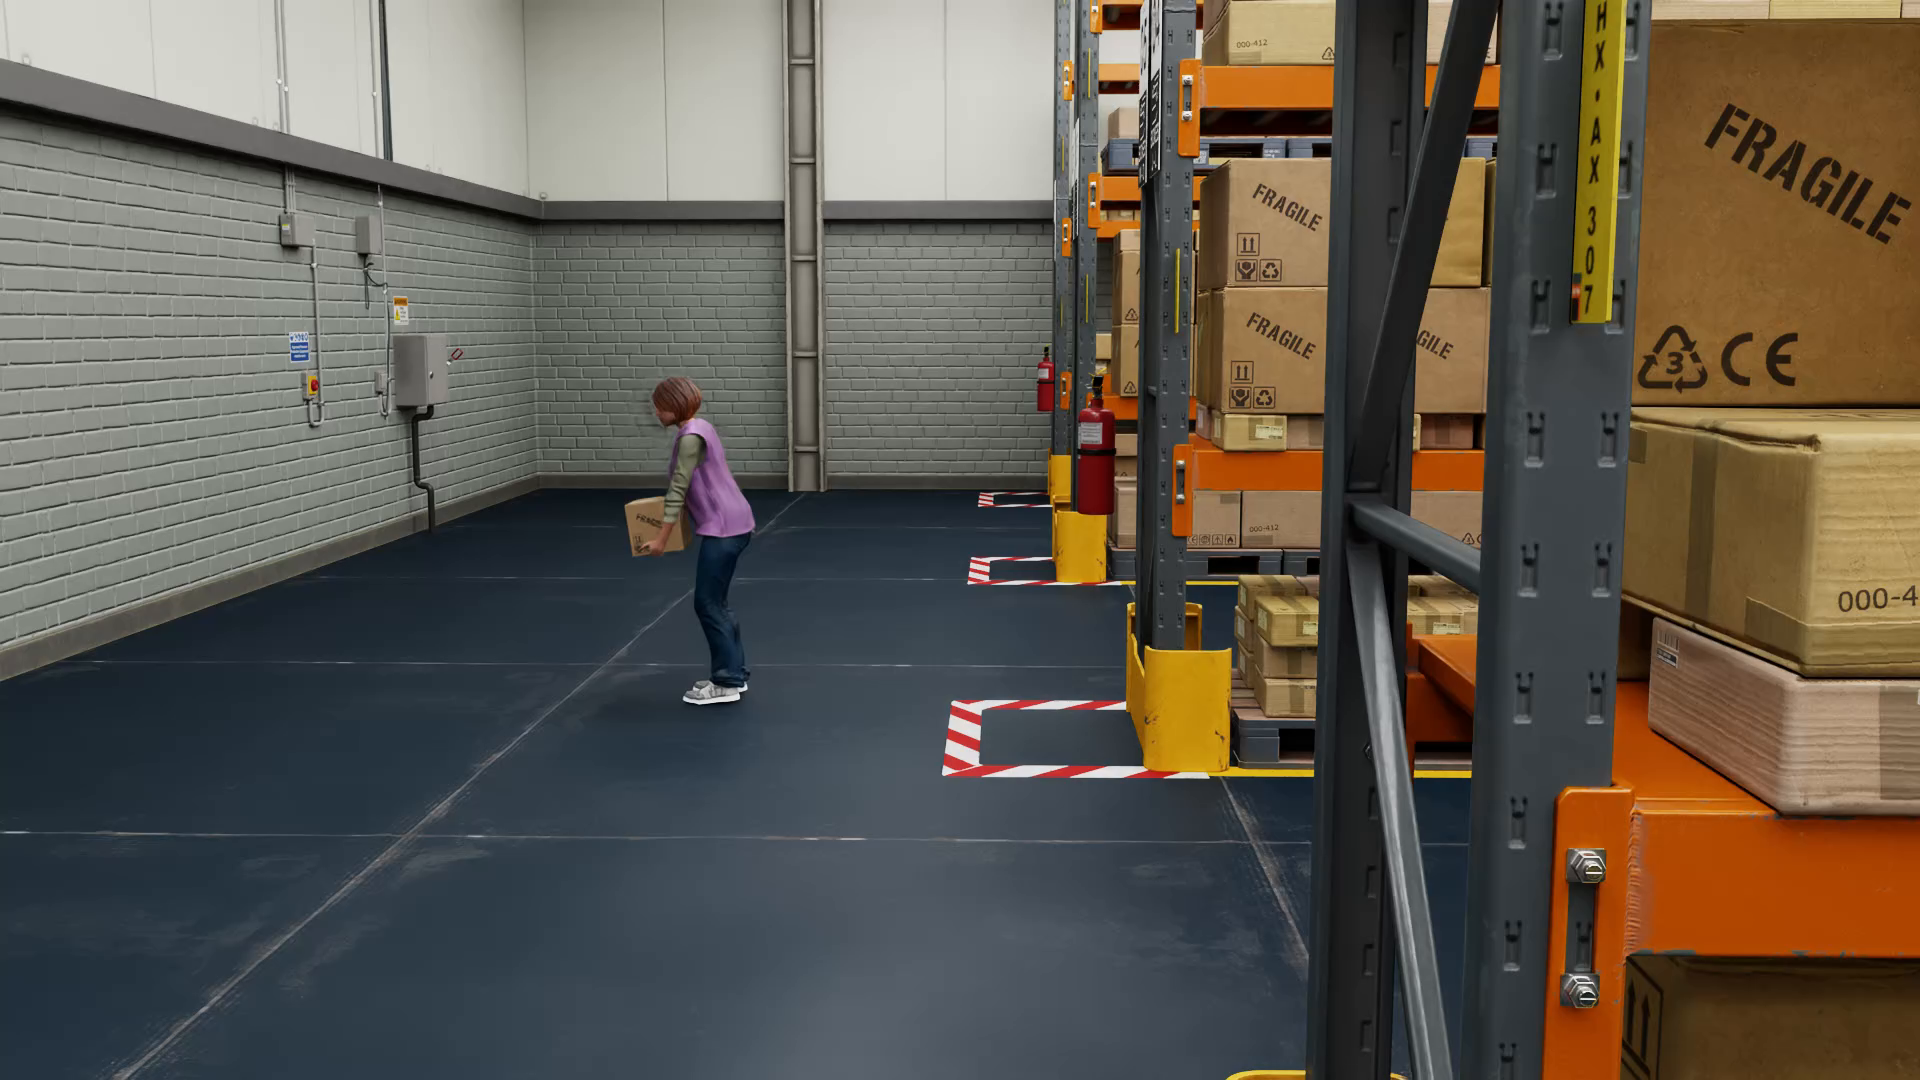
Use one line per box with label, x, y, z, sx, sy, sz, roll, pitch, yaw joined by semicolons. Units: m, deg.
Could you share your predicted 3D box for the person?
person;-1.249;0.007;7.987;0.532;1.547;0.371;0;7;0
